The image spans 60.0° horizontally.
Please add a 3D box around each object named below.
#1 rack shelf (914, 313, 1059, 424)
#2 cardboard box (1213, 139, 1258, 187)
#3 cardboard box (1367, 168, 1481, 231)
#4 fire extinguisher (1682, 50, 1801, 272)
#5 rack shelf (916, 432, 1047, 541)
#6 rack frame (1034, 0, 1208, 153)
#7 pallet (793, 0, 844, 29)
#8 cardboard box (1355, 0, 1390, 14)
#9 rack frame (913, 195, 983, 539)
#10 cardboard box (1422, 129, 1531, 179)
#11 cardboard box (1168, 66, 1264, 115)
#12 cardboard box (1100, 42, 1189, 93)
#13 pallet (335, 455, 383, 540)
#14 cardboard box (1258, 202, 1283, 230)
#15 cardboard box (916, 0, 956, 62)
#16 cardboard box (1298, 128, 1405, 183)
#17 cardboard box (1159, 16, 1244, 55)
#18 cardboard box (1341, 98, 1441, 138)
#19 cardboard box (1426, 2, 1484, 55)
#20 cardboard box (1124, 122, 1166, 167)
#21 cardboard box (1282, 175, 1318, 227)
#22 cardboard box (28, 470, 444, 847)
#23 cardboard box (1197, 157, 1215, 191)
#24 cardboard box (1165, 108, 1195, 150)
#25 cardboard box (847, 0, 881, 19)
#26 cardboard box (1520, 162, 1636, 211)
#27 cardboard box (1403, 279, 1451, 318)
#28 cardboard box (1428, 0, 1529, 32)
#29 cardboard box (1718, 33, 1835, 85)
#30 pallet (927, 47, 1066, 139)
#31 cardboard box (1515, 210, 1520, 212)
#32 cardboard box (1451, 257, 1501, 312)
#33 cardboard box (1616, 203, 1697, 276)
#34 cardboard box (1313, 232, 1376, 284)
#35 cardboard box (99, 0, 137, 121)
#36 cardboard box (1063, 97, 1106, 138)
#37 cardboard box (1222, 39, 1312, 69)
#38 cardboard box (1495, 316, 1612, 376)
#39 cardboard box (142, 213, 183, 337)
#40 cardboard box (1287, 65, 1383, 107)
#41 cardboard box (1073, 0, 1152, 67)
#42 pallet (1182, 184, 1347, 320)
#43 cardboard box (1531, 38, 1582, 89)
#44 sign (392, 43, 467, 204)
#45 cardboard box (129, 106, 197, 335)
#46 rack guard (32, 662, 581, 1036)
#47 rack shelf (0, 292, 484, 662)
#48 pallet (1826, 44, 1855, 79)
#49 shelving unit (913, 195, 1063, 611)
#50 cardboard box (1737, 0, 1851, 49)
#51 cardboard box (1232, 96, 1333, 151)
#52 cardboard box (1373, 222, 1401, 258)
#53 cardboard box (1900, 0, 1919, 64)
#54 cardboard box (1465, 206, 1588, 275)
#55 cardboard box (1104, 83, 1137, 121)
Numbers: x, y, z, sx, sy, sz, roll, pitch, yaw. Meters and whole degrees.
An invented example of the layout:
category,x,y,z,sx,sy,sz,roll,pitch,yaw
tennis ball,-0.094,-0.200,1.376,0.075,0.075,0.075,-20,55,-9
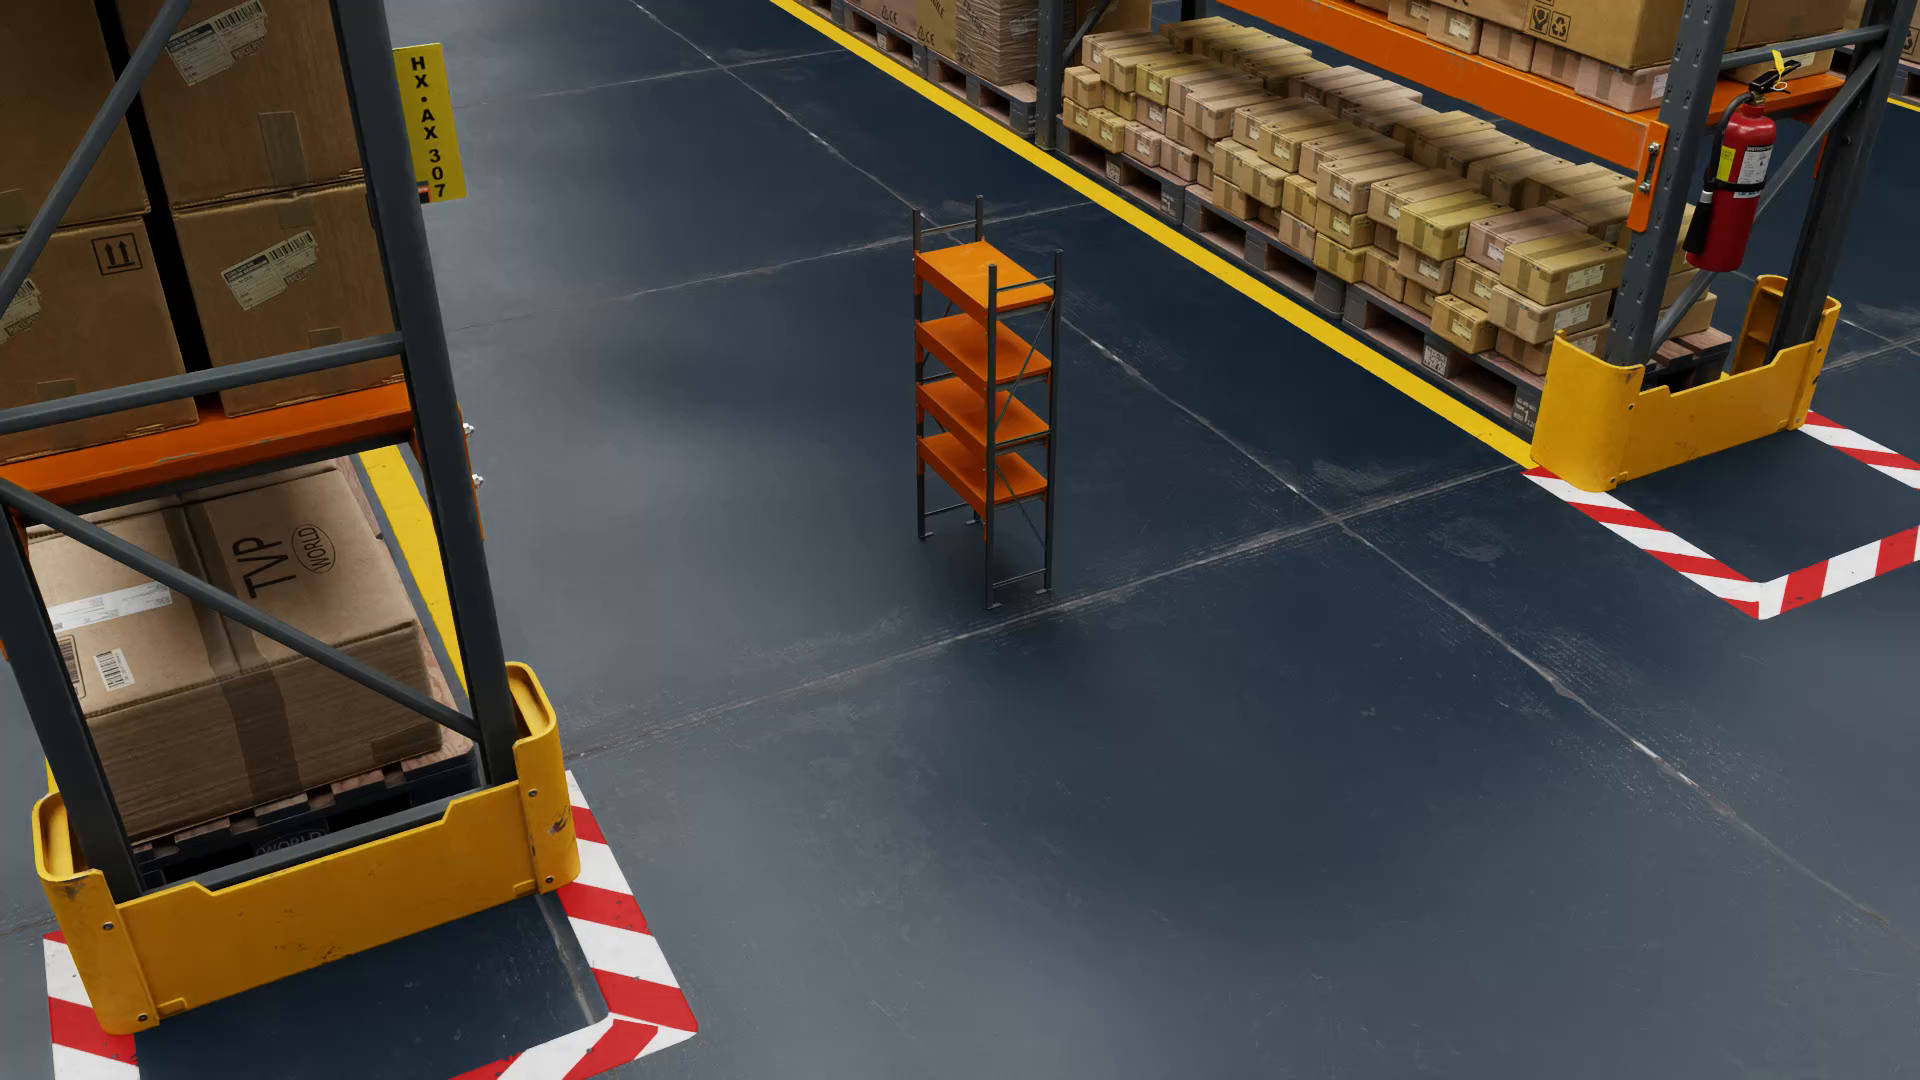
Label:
category,x,y,z,sx,sy,sz,roll,pitch,yaw
rack shelf,0.077,-0.558,5.219,0.258,0.148,0.480,-16,36,-23
cardboard box,1.401,-1.762,7.698,0.380,0.149,0.250,-16,36,-23
cardboard box,1.910,-1.395,6.849,0.380,0.149,0.250,-17,37,-25
fire extinguisher,2.454,-1.188,5.241,0.296,0.674,0.183,-16,36,-23
rack shelf,0.077,-0.202,5.446,0.258,0.148,0.480,-16,36,-23
rack frame,0.880,-3.523,8.468,1.000,3.000,0.127,-16,36,-23
pallet,-0.622,-3.884,11.617,1.003,0.211,1.213,-16,36,-23
cardboard box,1.821,-2.229,6.682,0.380,0.149,0.250,-17,37,-25
rack frame,-0.037,-0.543,5.485,0.240,1.200,0.015,-16,36,-23
cardboard box,2.253,-1.662,7.266,0.380,0.149,0.250,-14,35,-21
cardboard box,1.237,-2.160,8.042,0.380,0.149,0.250,-17,36,-24
cardboard box,0.934,-2.387,8.397,0.380,0.149,0.250,-14,35,-21
pallet,-2.593,-0.090,5.694,1.003,0.211,1.213,-16,36,-23
cardboard box,1.597,-1.529,7.610,0.380,0.149,0.250,-15,36,-22
cardboard box,0.074,-3.182,9.864,0.500,0.500,0.500,-17,36,-24
cardboard box,1.711,-1.663,7.267,0.380,0.149,0.250,-17,36,-25
cardboard box,1.277,-2.645,8.800,0.380,0.149,0.250,-15,36,-22
cardboard box,1.969,-1.895,7.629,0.380,0.149,0.250,-16,36,-23
cardboard box,1.991,-1.952,6.250,0.380,0.149,0.250,-15,36,-22
cardboard box,1.052,-2.012,8.363,0.380,0.149,0.250,-16,36,-23
cardboard box,1.647,-1.514,7.310,0.380,0.149,0.250,-14,35,-21
cardboard box,-1.983,0.292,4.500,0.875,0.438,0.875,-17,36,-25
cardboard box,1.371,-1.784,8.007,0.380,0.149,0.250,-17,37,-25
cardboard box,1.232,-2.036,8.125,0.380,0.149,0.250,-18,37,-25
cardboard box,-0.400,-3.671,10.628,0.500,0.500,0.500,-17,36,-24
cardboard box,2.563,-1.430,6.903,0.380,0.149,0.250,-16,36,-23
cardboard box,2.059,-1.034,6.837,0.380,0.149,0.250,-16,36,-23
cardboard box,2.073,-2.178,6.000,0.500,0.500,0.500,-16,36,-24
cardboard box,2.884,-1.745,5.926,0.380,0.149,0.250,-16,36,-23
pallet,0.516,-2.720,9.799,1.003,0.211,1.213,-16,36,-23
cardboard box,2.434,-1.419,7.162,0.380,0.149,0.250,-15,35,-22
cardboard box,2.173,-1.034,6.561,0.380,0.149,0.250,-17,36,-24
cardboard box,2.802,-1.176,6.507,0.380,0.149,0.250,-18,37,-25
cardboard box,1.758,-1.254,7.181,0.380,0.149,0.250,-18,37,-25
cardboard box,-1.806,-1.329,4.025,0.500,0.500,0.500,-17,36,-24
cardboard box,0.766,-2.245,8.726,0.380,0.149,0.250,-18,37,-25
cardboard box,1.553,-2.416,8.443,0.380,0.149,0.250,-16,36,-24
cardboard box,2.315,-0.789,6.454,0.380,0.149,0.250,-15,36,-22
cardboard box,-2.266,-0.770,4.078,0.500,0.500,0.500,-17,36,-24
cardboard box,1.813,-2.167,8.054,0.380,0.149,0.250,-18,37,-25
cardboard box,0.770,-3.066,9.683,0.500,0.500,0.500,-14,35,-21
pallet,1.798,-1.454,7.824,1.003,0.211,1.213,-16,36,-23
cardboard box,2.261,-1.721,5.888,0.380,0.149,0.250,-16,36,-23
sign,-1.093,-0.855,3.428,0.100,0.325,0.005,-16,36,-23
cardboard box,-1.817,-0.898,4.279,0.500,0.500,0.500,-16,36,-24
rack guard,-1.575,0.743,4.126,1.175,0.500,0.348,-16,36,-23
rack shelf,-2.519,-0.972,5.154,1.077,0.370,4.000,-16,36,-23
pallet,5.601,-3.165,10.495,1.003,0.211,1.213,-16,36,-23
shelving unit,0.077,-0.426,5.303,0.258,1.200,0.503,-16,36,-23
cardboard box,2.780,-2.065,5.824,0.500,0.500,0.500,-14,35,-21
cardboard box,1.483,-1.908,7.650,0.380,0.149,0.250,-17,37,-25
cardboard box,1.969,-1.297,6.972,0.380,0.149,0.250,-16,36,-24
cardboard box,5.972,-3.240,9.606,0.875,0.875,0.875,-16,36,-23
cardboard box,2.208,-1.164,6.488,0.380,0.149,0.250,-15,36,-22
cardboard box,0.964,-2.273,8.495,0.380,0.149,0.250,-16,36,-23
